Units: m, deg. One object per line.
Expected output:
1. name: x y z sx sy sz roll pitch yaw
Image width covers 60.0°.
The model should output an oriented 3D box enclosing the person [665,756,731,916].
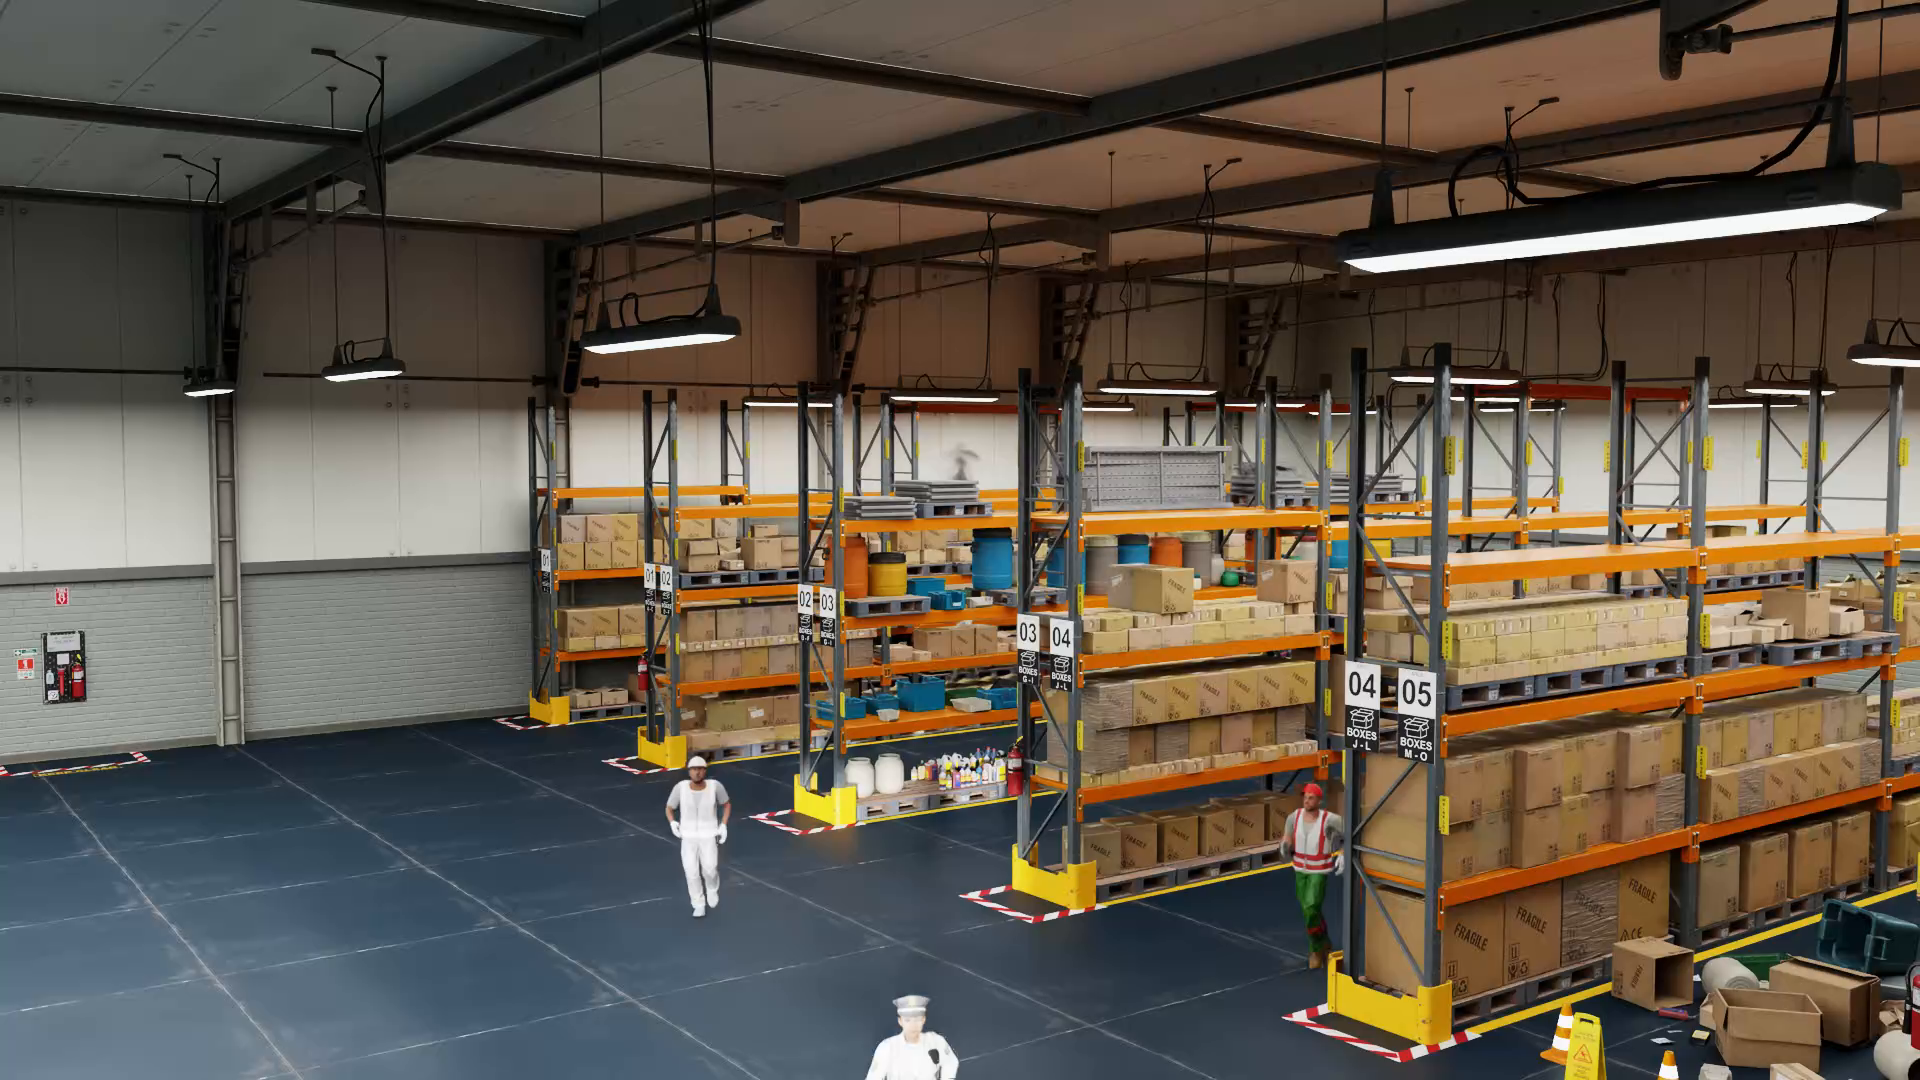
1. person: -2.862 3.218 18.084 0.685 1.743 0.592 0 3 -3

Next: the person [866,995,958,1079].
1. person: -0.294 3.675 10.456 0.612 1.687 0.924 0 3 -7

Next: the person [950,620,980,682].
1. person: 0.040 2.116 33.048 0.812 1.597 0.543 -3 4 -39

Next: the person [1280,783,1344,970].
1. person: 3.470 3.310 16.461 0.635 1.824 0.749 3 5 43
